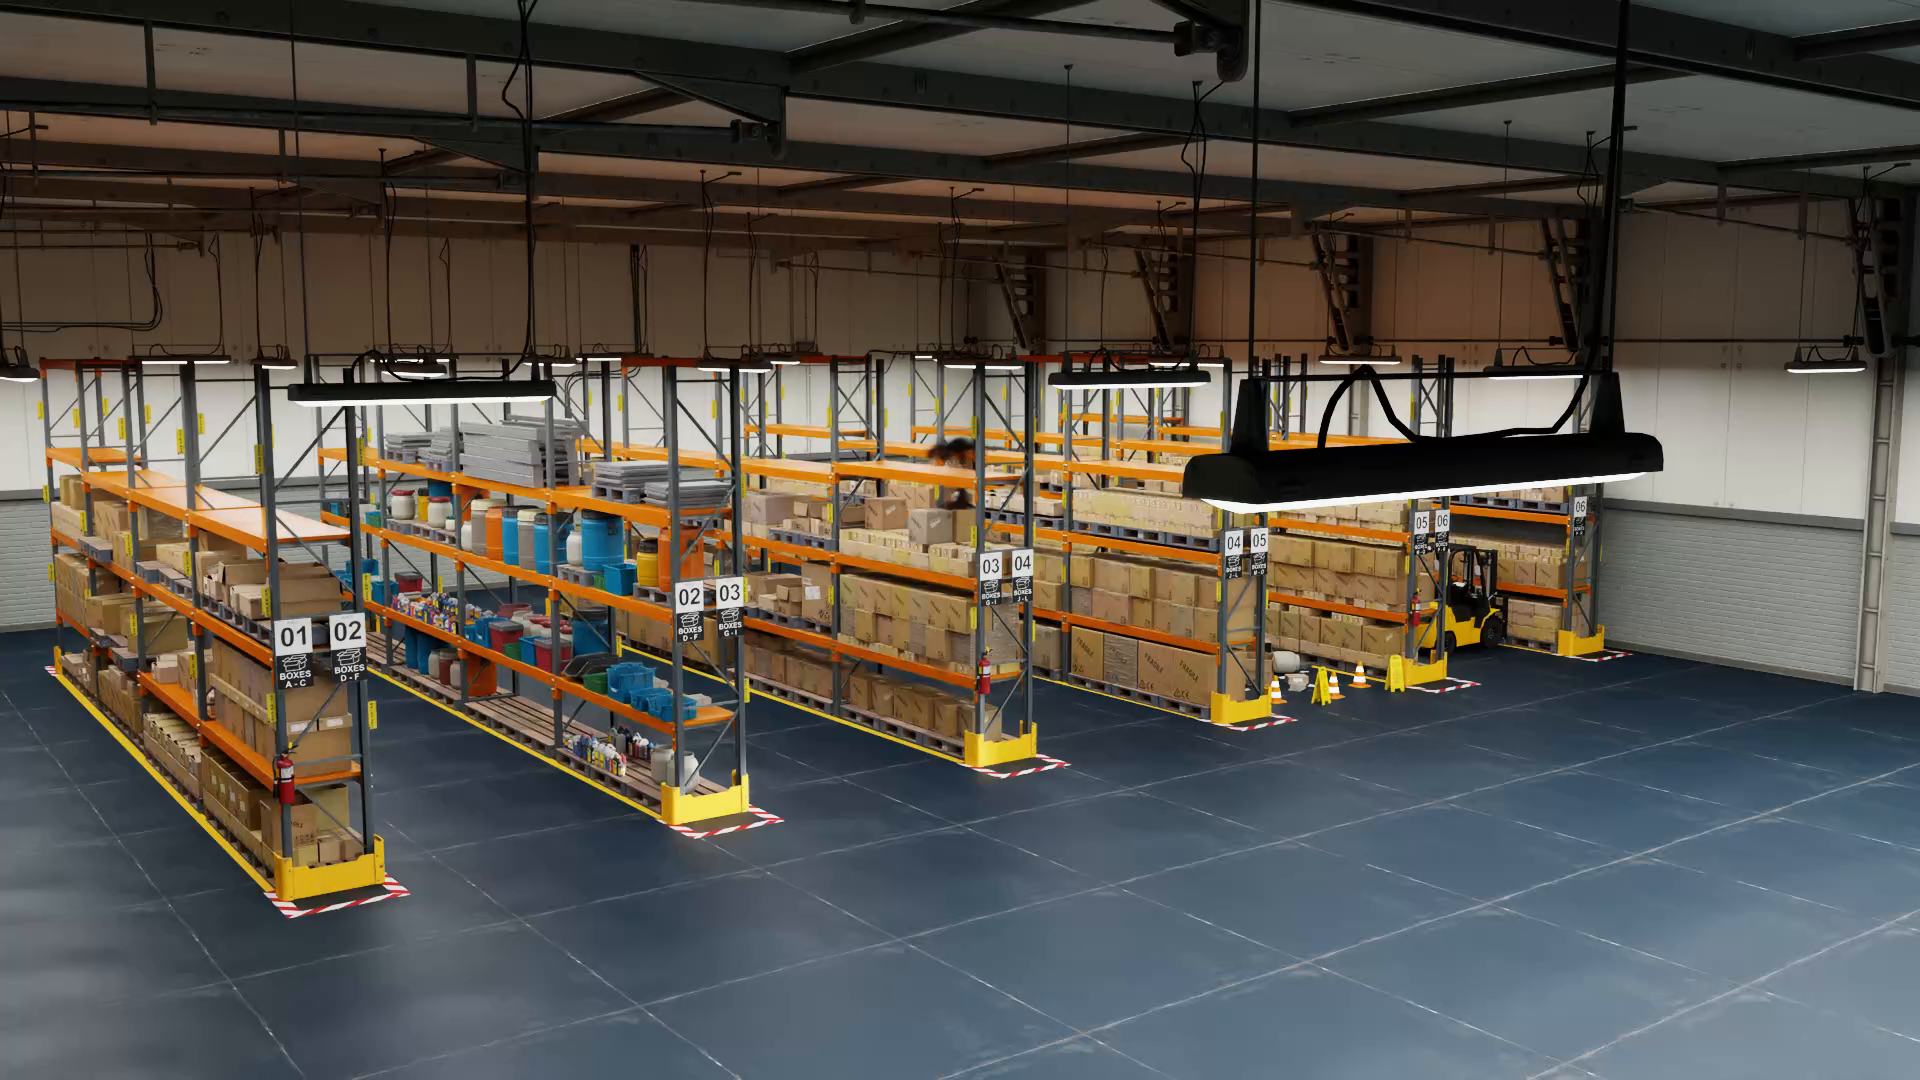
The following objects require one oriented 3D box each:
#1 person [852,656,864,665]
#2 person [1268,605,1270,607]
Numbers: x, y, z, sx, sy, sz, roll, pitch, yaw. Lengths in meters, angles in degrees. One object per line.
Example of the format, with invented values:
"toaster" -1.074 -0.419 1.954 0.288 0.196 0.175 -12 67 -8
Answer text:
"person" -1.908 1.565 32.470 0.725 1.789 0.673 6 9 43
"person" 6.963 1.075 36.608 0.620 1.721 0.947 -7 9 -43
